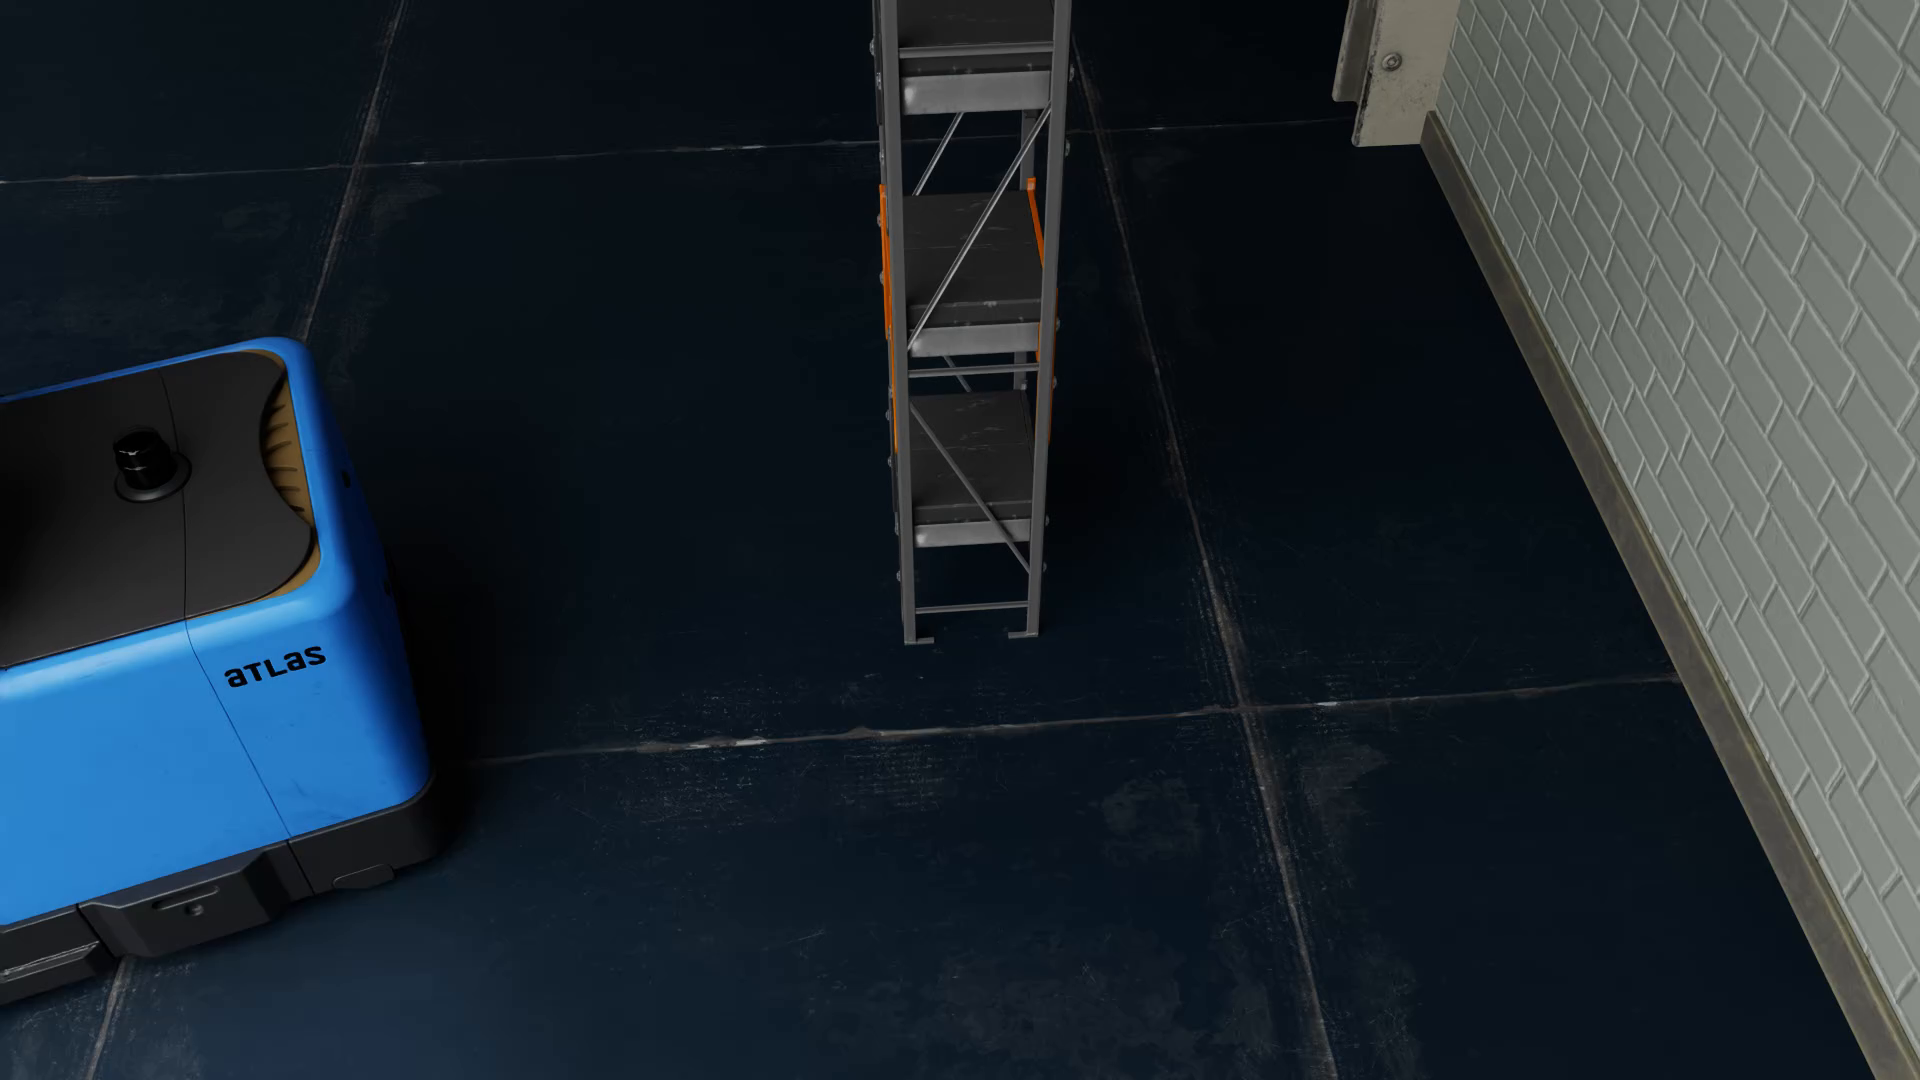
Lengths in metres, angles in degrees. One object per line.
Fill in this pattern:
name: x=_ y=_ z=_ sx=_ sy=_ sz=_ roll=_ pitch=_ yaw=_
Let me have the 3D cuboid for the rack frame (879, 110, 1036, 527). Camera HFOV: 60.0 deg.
rack frame: x=-0.007 y=-0.779 z=4.541 sx=0.400 sy=2.100 sz=0.015 roll=-3 pitch=47 yaw=-3

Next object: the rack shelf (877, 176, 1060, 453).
rack shelf: x=0.014 y=-0.593 z=4.384 sx=0.431 sy=0.518 sz=0.480 roll=-3 pitch=47 yaw=-3

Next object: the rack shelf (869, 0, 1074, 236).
rack shelf: x=0.014 y=-1.074 z=3.876 sx=0.431 sy=0.518 sz=0.480 roll=-3 pitch=47 yaw=-3

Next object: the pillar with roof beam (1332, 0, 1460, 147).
pillar with roof beam: x=-2.548 y=-4.586 z=3.395 sx=9.100 sy=9.000 sz=0.400 roll=-3 pitch=47 yaw=-3

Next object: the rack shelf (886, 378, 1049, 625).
rack shelf: x=0.014 y=-0.112 z=4.892 sx=0.431 sy=0.518 sz=0.480 roll=-3 pitch=47 yaw=-3

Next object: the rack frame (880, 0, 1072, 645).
rack frame: x=0.034 y=-0.426 z=4.207 sx=0.400 sy=2.100 sz=0.015 roll=-3 pitch=47 yaw=-3

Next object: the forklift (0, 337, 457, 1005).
forklift: x=-2.910 y=-0.092 z=3.318 sx=3.031 sy=2.935 sz=1.130 roll=-16 pitch=49 yaw=-15

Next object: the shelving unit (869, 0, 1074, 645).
shelving unit: x=0.014 y=-0.602 z=4.374 sx=0.431 sy=2.100 sz=0.503 roll=-3 pitch=47 yaw=-3
